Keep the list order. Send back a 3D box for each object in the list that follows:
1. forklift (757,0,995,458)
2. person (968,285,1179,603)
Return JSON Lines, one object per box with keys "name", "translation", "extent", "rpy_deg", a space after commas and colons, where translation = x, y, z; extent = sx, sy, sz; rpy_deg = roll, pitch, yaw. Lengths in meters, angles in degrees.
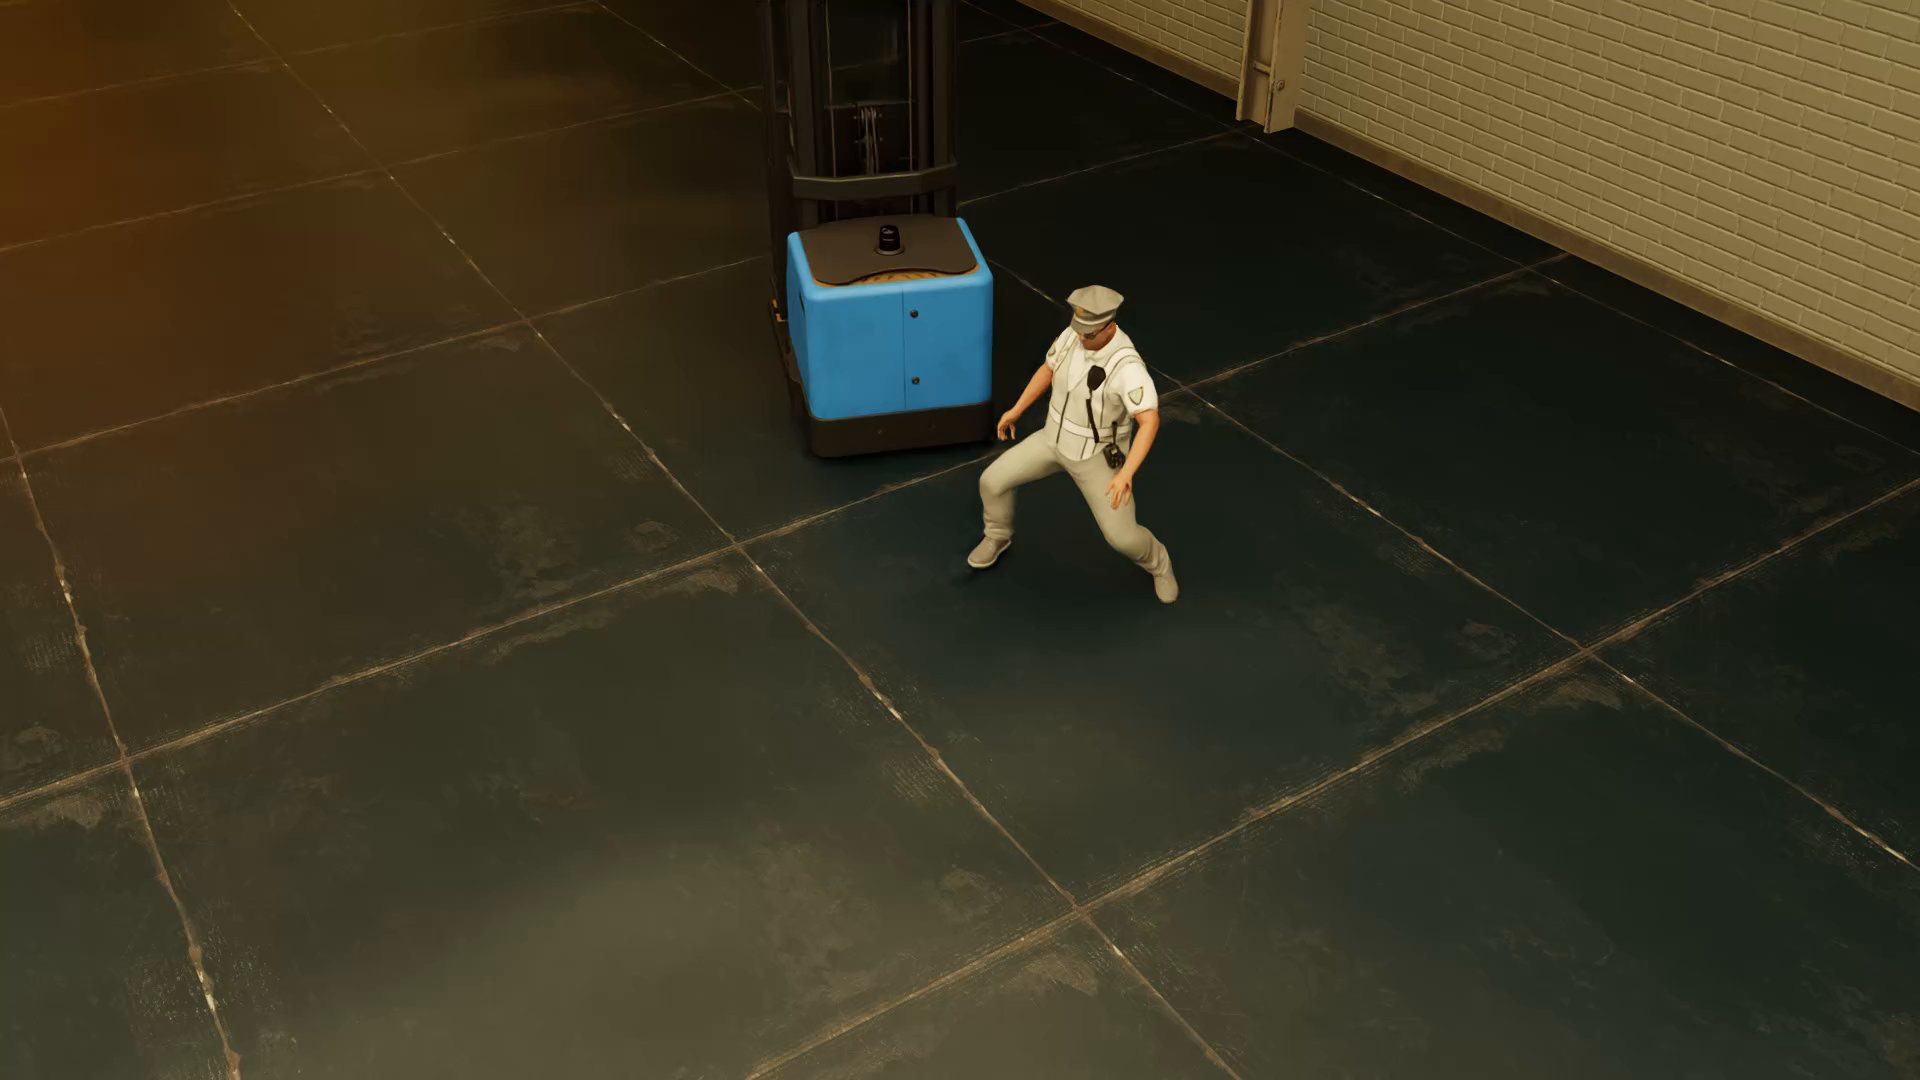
{"name": "forklift", "translation": [-0.614, -2.500, 9.705], "extent": [1.130, 2.935, 3.031], "rpy_deg": [-7, 36, -10]}
{"name": "person", "translation": [0.604, -0.435, 7.974], "extent": [0.815, 1.621, 0.978], "rpy_deg": [-26, 43, -32]}
